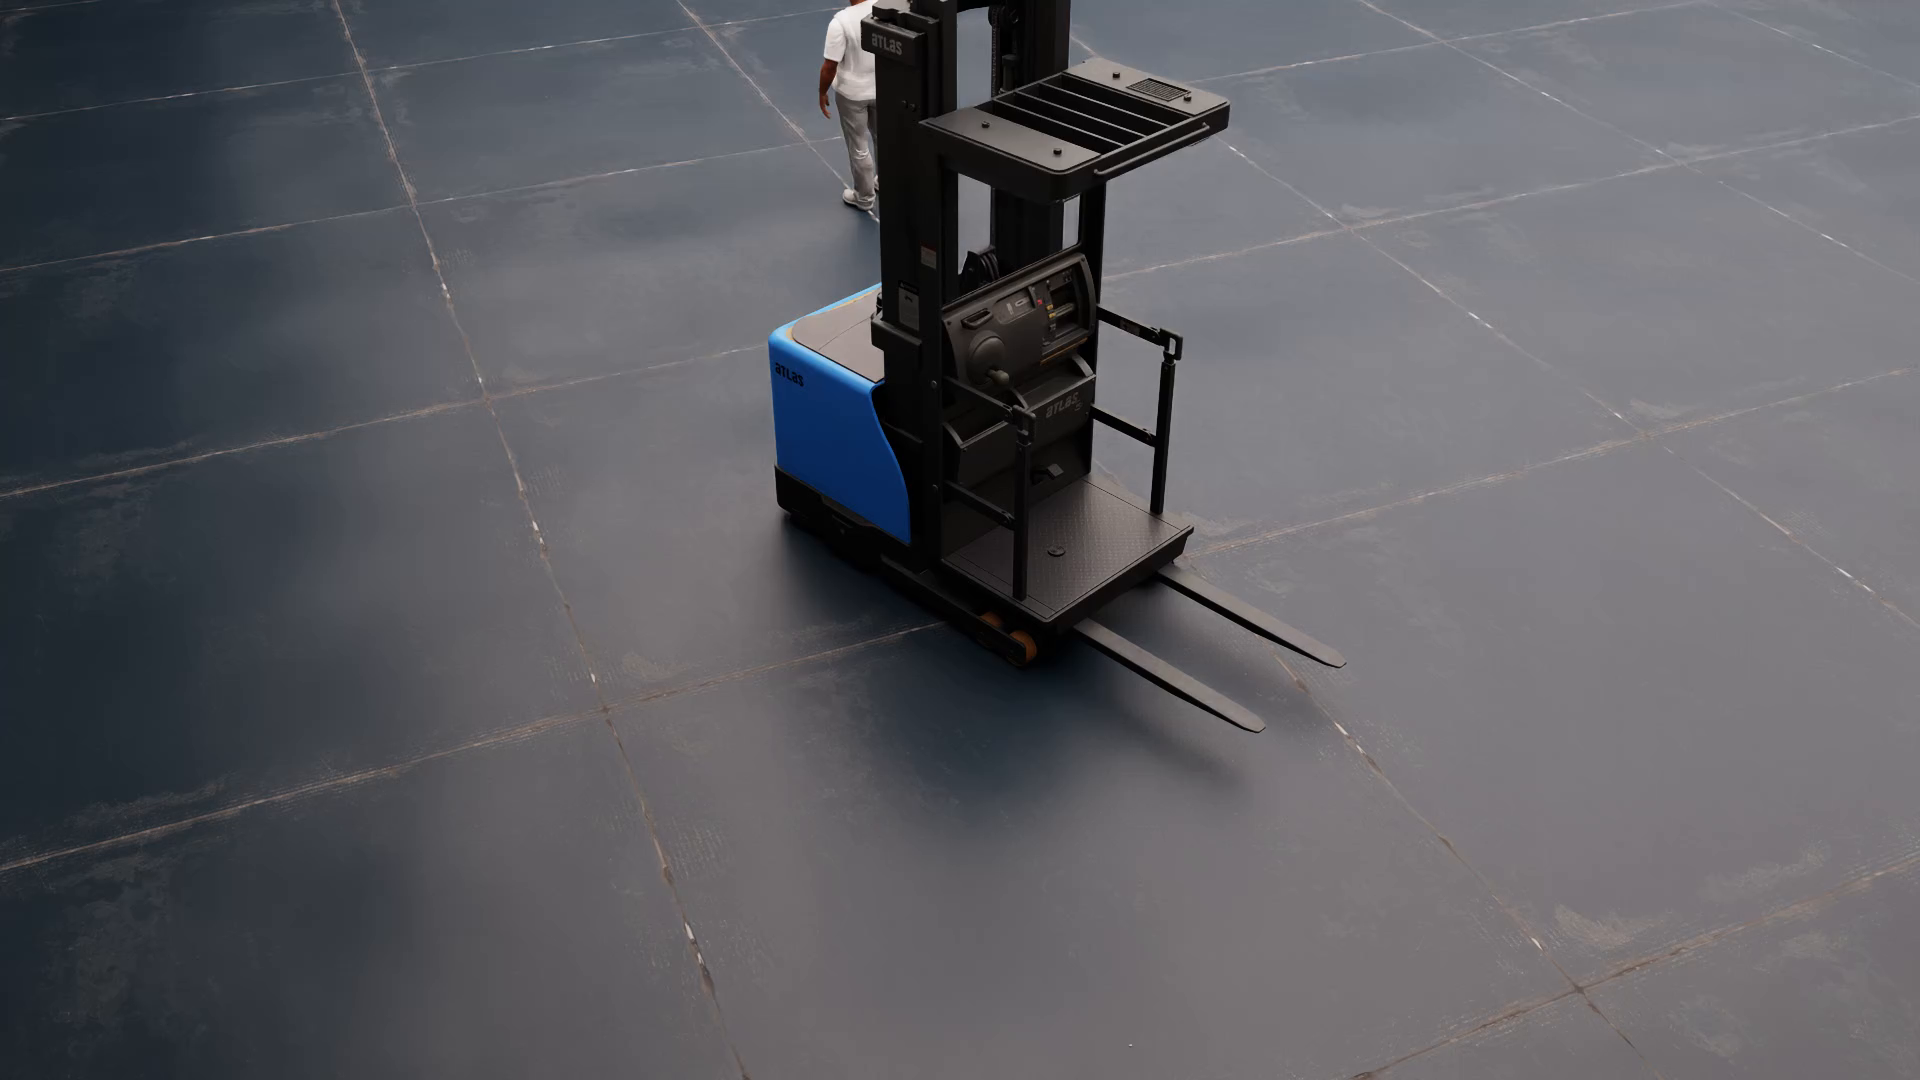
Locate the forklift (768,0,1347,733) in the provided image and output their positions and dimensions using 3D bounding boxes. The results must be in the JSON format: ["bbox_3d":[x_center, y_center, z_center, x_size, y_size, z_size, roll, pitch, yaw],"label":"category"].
[{"bbox_3d":[0.432,-0.946,7.429,3.031,2.935,1.130,30,45,35],"label":"forklift"}]

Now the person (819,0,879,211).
[{"bbox_3d":[-0.702,-3.155,11.528,0.665,1.769,0.574,-18,39,-24],"label":"person"}]
